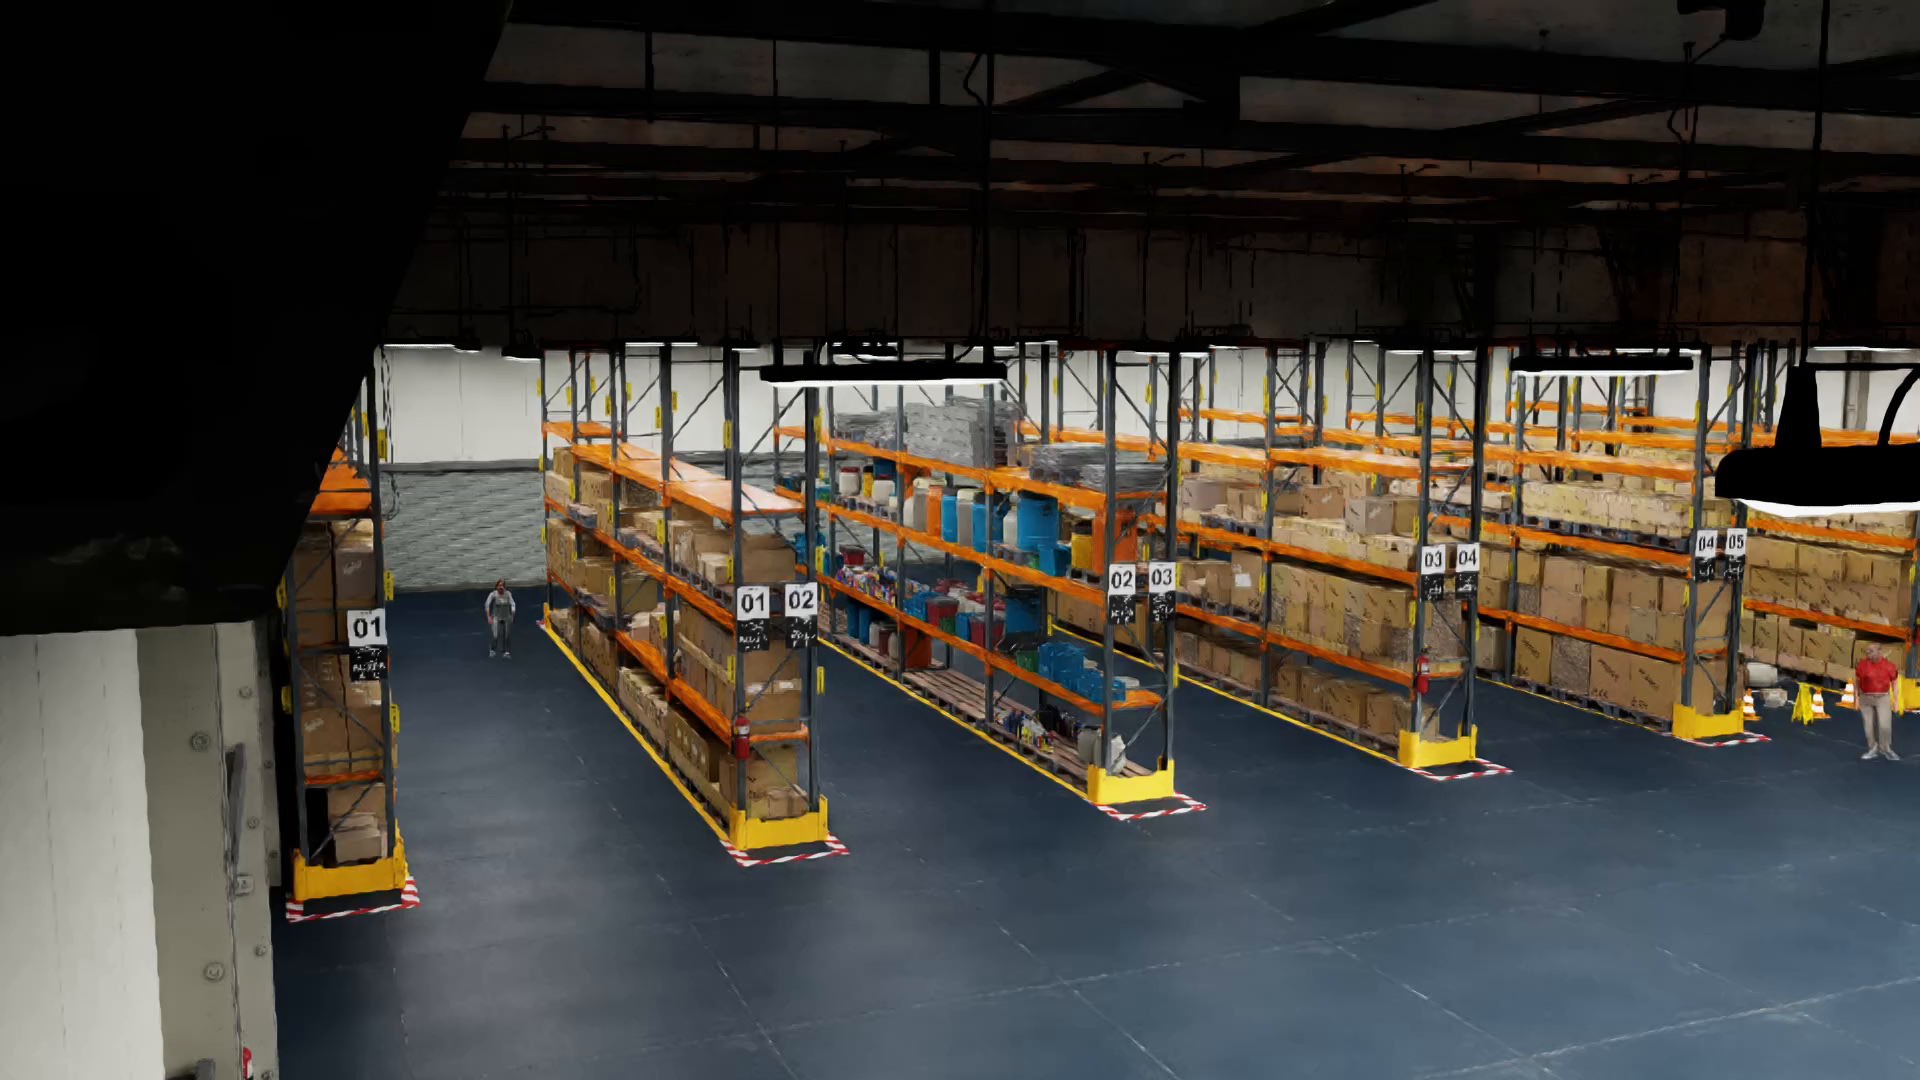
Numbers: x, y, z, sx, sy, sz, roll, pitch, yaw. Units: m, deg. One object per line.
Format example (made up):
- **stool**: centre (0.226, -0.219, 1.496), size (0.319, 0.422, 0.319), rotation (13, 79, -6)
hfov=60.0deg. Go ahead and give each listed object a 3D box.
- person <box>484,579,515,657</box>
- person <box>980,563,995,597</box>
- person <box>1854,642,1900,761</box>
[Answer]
- **person**: centre (-8.713, 1.483, 31.514), size (0.566, 1.541, 0.519), rotation (-3, 8, -24)
- **person**: centre (0.613, 0.828, 35.912), size (0.369, 1.668, 0.582), rotation (-2, 8, -14)
- **person**: centre (13.344, 2.332, 24.175), size (0.651, 1.720, 0.438), rotation (6, 10, 40)
